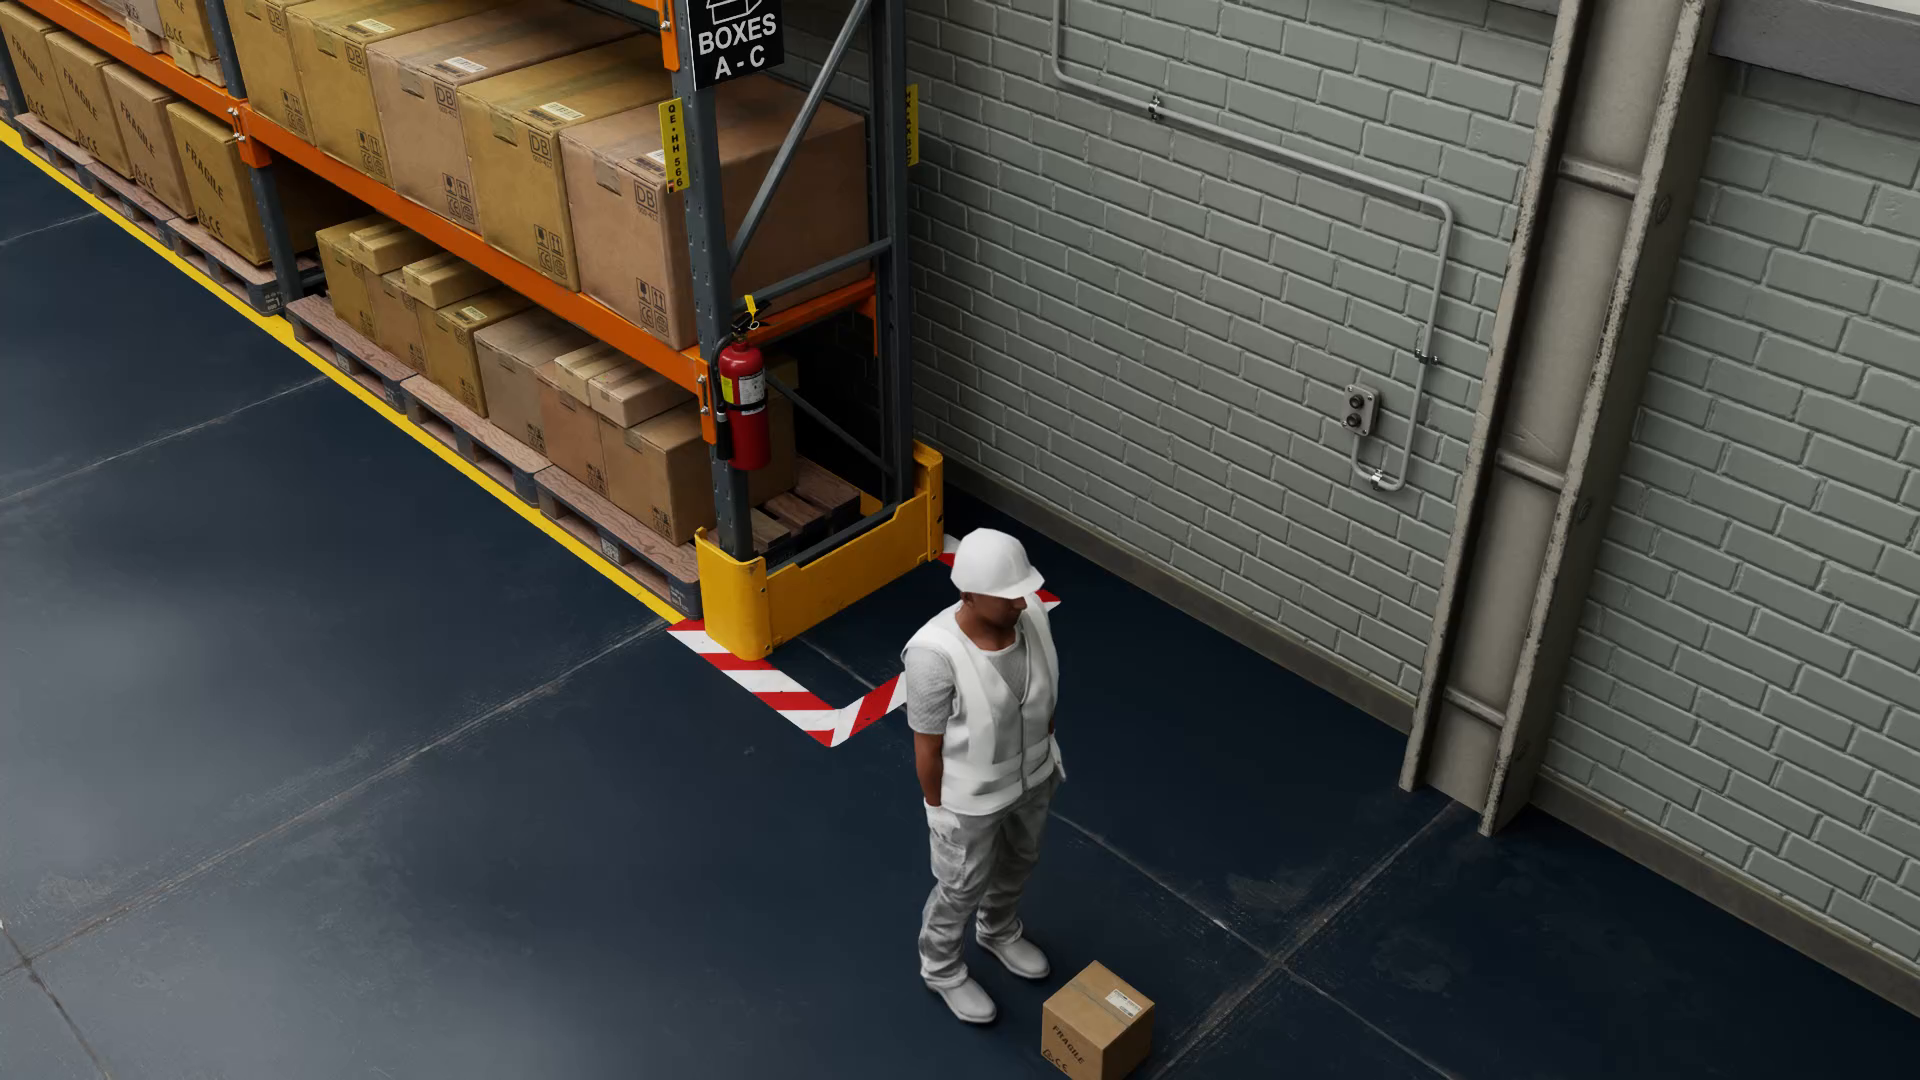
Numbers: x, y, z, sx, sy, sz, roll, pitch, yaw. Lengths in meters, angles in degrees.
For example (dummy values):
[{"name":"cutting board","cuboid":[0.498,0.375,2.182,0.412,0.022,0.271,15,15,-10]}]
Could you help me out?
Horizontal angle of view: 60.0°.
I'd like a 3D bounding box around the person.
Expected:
[{"name":"person","cuboid":[0.095,0.720,5.106,0.545,1.780,0.357,-29,44,-35]}]
